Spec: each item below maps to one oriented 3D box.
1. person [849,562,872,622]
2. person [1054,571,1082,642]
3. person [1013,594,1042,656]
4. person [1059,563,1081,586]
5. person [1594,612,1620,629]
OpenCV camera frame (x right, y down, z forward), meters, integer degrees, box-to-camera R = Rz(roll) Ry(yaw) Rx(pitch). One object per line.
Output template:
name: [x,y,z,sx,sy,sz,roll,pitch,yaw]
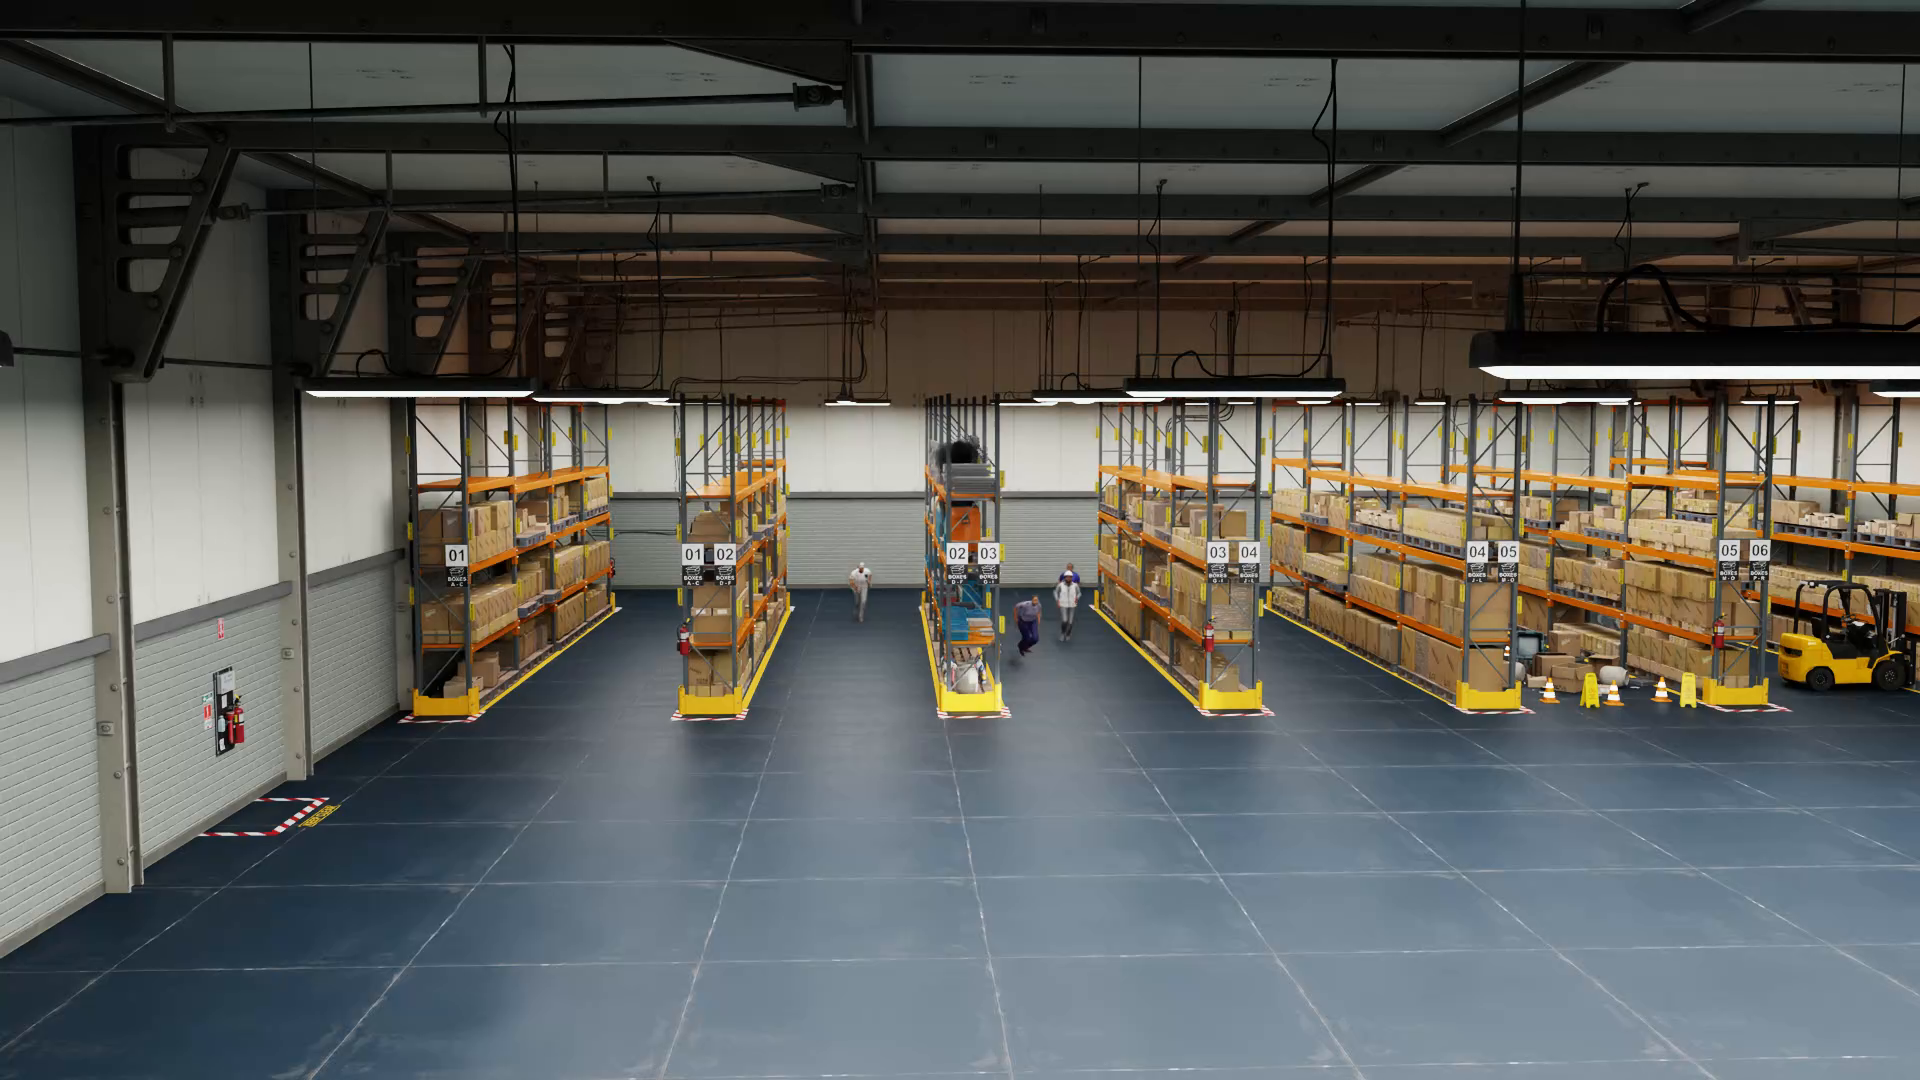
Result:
person: [-2.723,1.387,45.160,0.629,1.629,1.003,-1,5,-16]
person: [2.658,1.632,40.742,0.656,1.758,0.670,-1,5,-7]
person: [1.495,1.900,37.066,0.628,1.447,0.758,-2,5,-26]
person: [2.915,1.447,43.893,0.569,1.681,0.715,0,5,-5]
person: [16.733,1.504,43.114,0.573,1.660,0.955,-1,5,-17]
